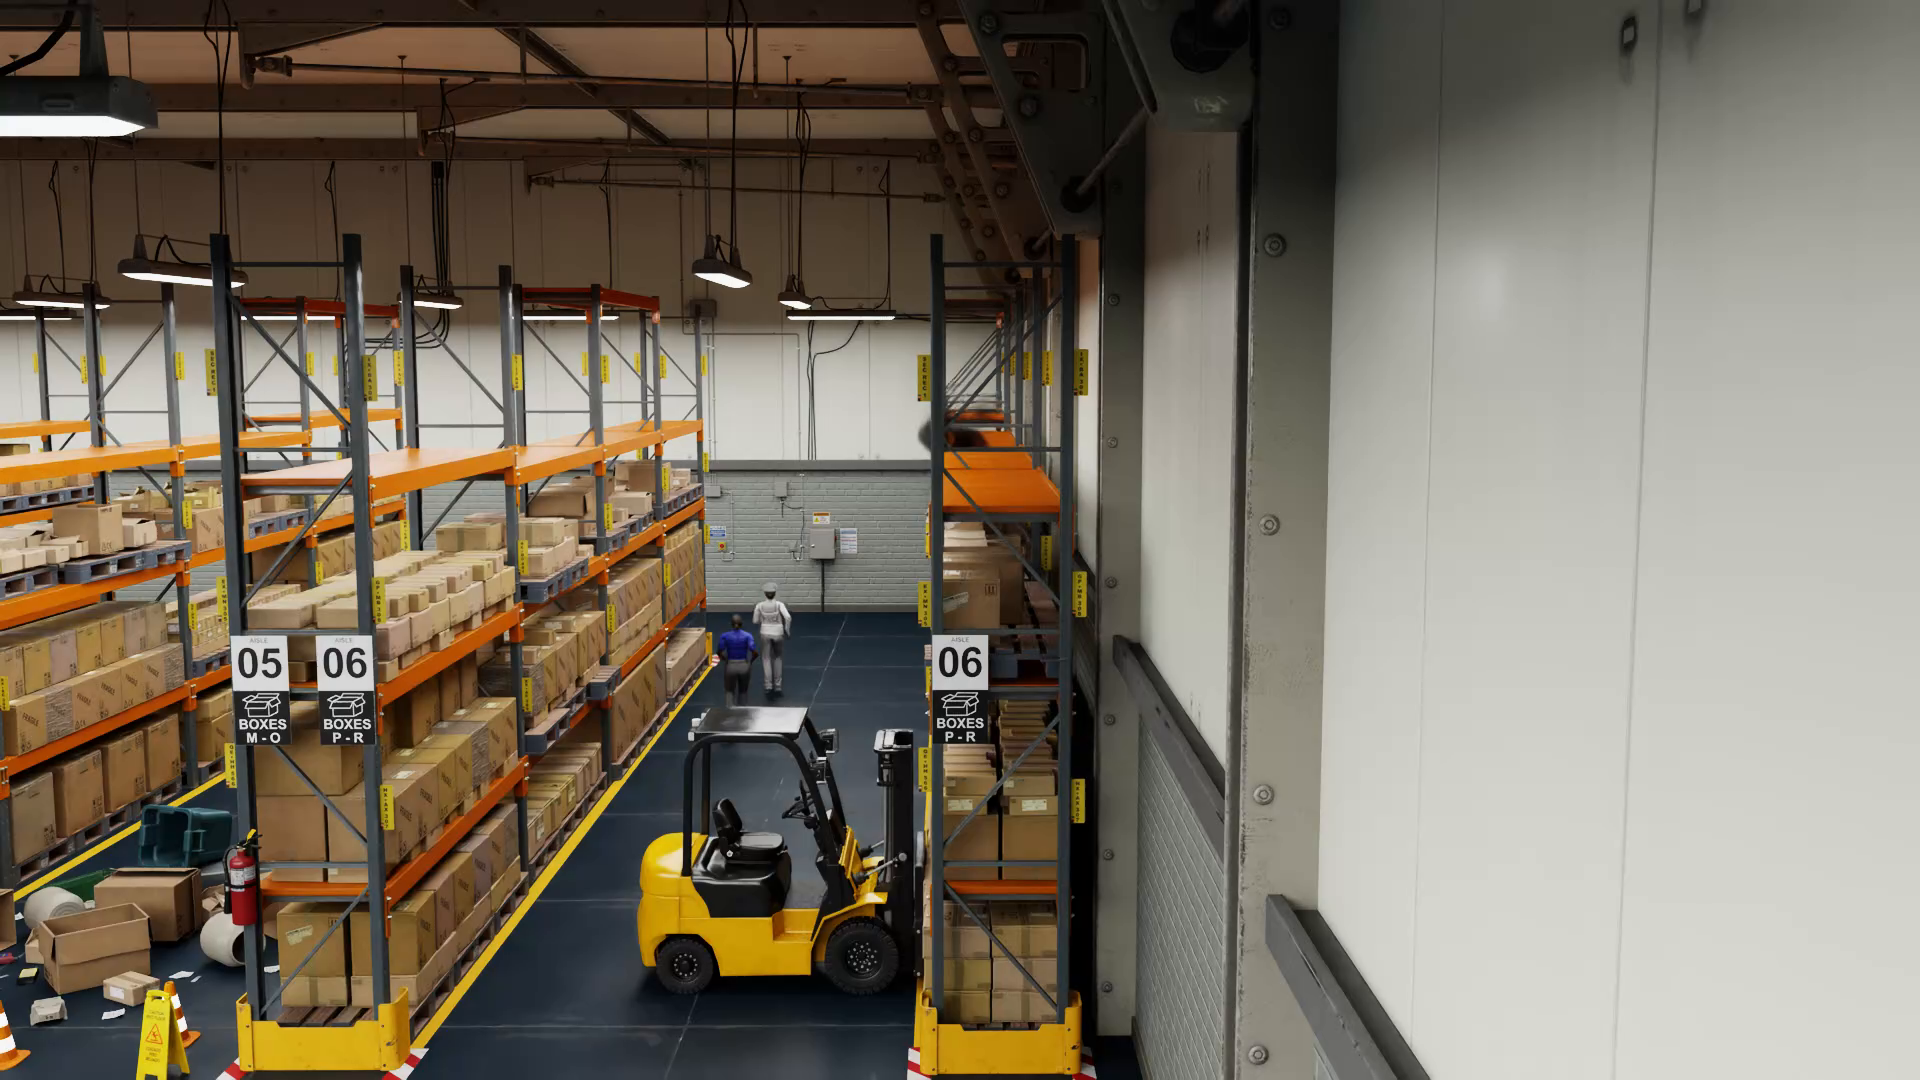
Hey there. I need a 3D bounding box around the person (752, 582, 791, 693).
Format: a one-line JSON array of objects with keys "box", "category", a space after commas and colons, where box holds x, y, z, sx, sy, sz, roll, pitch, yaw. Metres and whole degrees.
[{"box": [-2.875, 1.522, 25.399, 0.584, 1.753, 0.764, -1, 6, -9], "category": "person"}]

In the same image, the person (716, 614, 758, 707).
[{"box": [-3.090, 1.818, 23.113, 0.575, 1.603, 0.570, -1, 6, -5], "category": "person"}]
